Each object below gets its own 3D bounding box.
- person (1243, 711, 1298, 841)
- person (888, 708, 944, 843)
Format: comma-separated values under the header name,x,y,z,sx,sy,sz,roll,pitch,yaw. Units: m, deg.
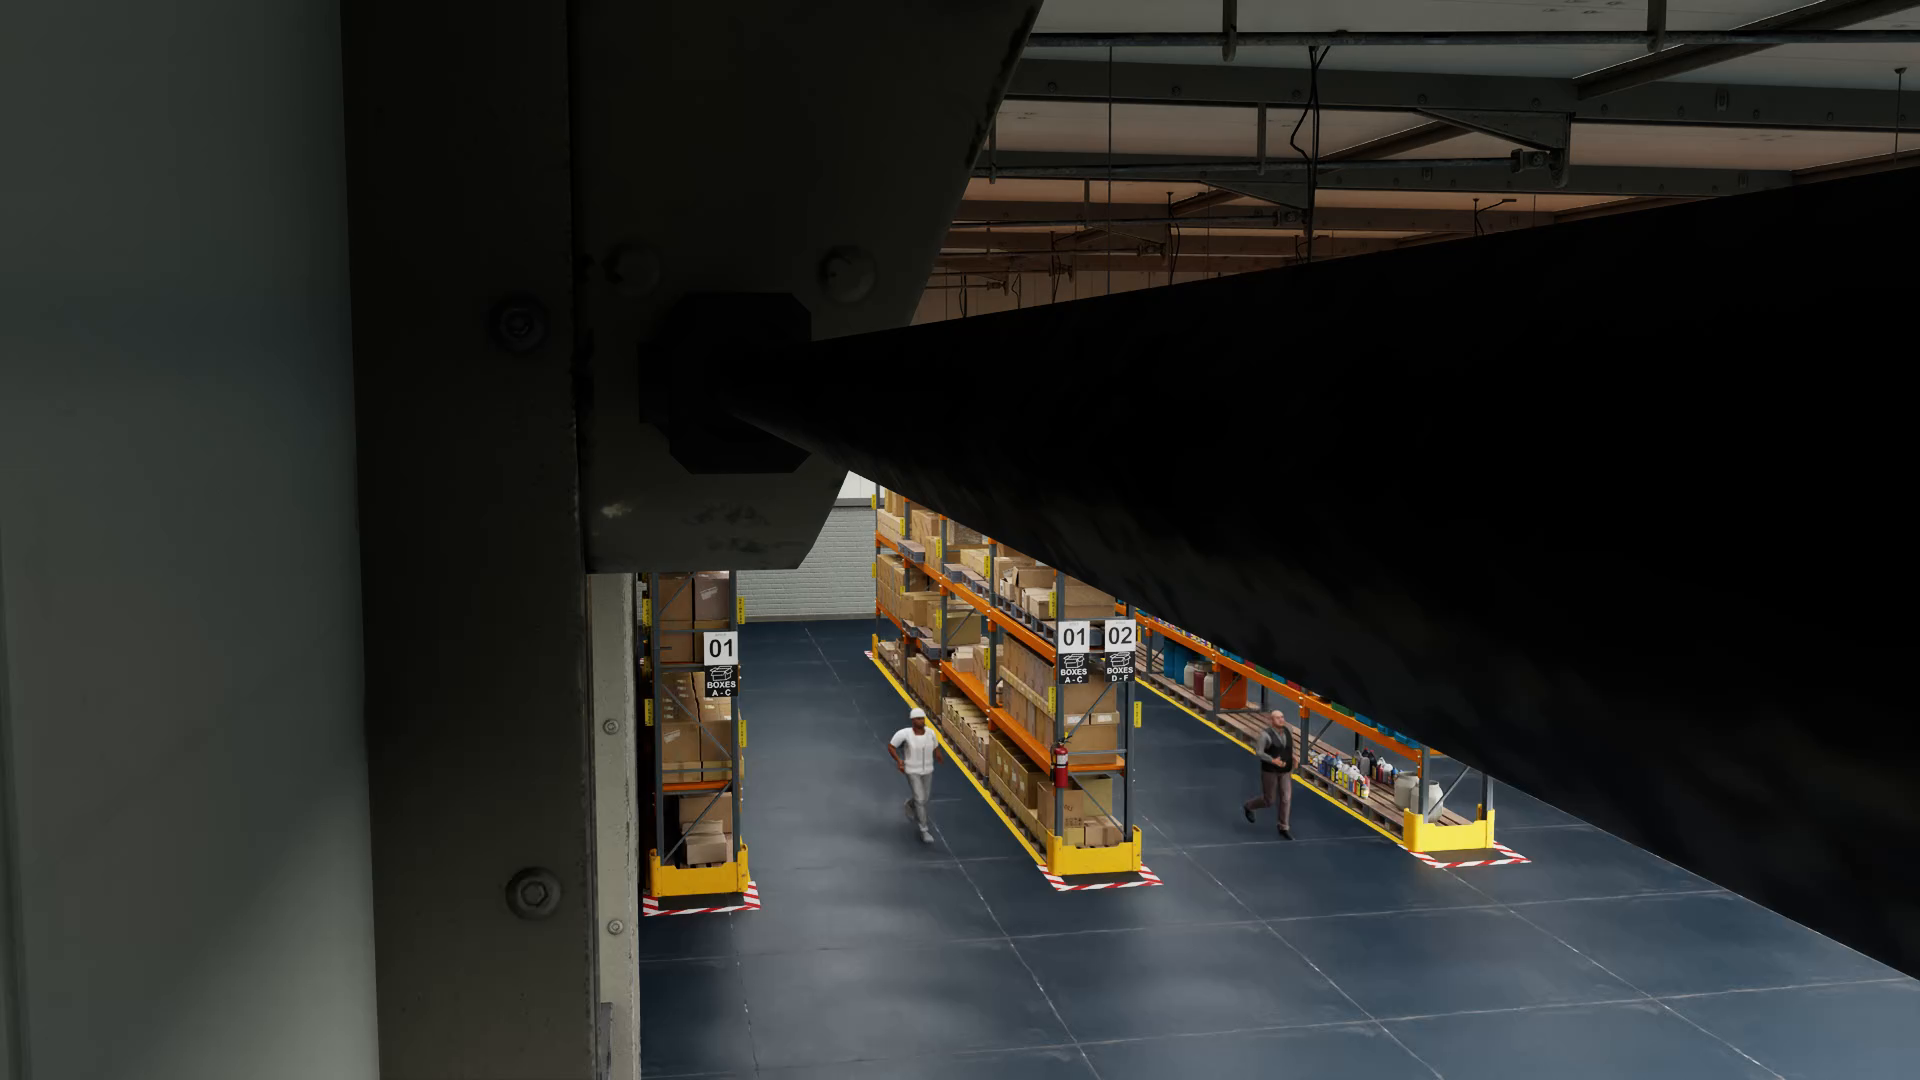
name,x,y,z,sx,sy,sz,roll,pitch,yaw
person,4.287,3.163,22.678,0.670,1.726,0.897,-3,6,-25
person,-0.580,3.148,22.572,0.699,1.769,0.927,-3,7,-30
